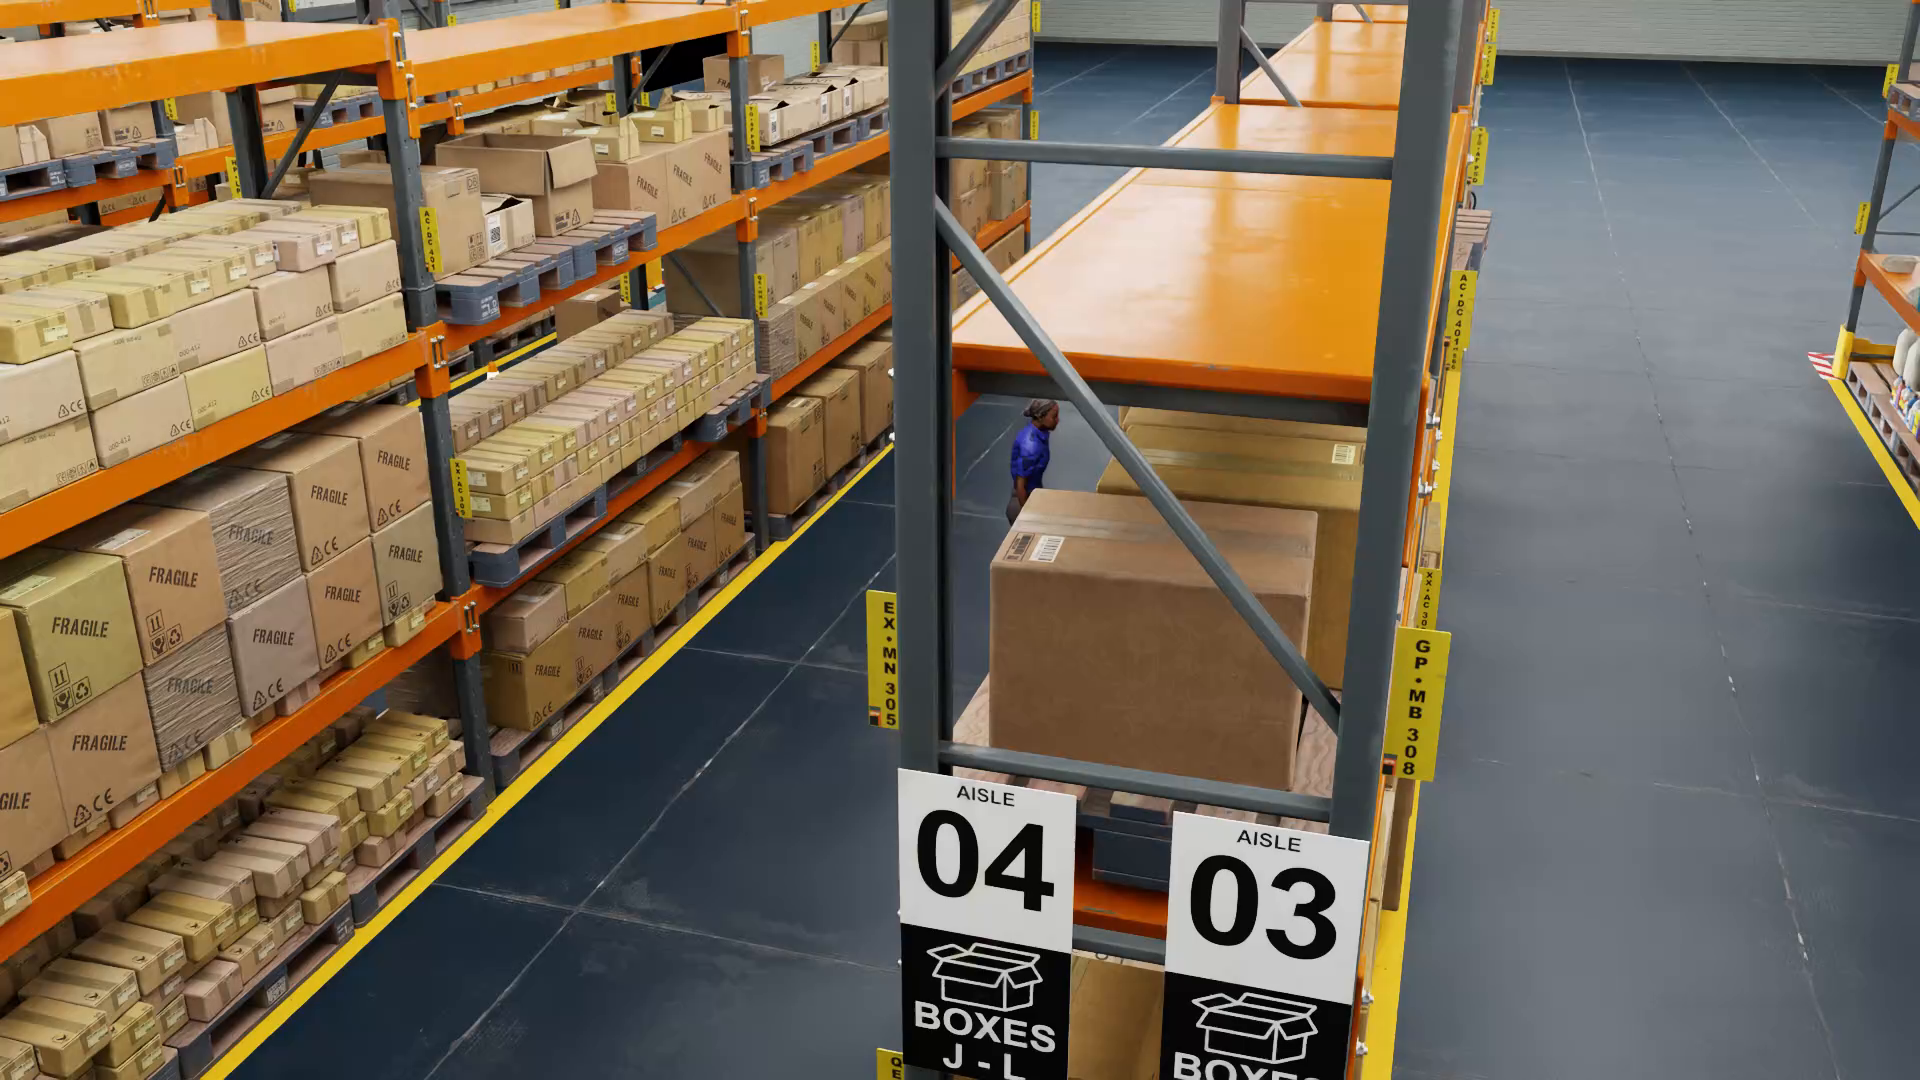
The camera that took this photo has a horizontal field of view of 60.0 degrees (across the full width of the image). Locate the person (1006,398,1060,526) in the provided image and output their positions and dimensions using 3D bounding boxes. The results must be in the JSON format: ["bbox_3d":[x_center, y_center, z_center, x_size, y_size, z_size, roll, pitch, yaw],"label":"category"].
[{"bbox_3d":[0.509,-0.219,11.638,0.349,1.653,0.512,6,23,13],"label":"person"}]
